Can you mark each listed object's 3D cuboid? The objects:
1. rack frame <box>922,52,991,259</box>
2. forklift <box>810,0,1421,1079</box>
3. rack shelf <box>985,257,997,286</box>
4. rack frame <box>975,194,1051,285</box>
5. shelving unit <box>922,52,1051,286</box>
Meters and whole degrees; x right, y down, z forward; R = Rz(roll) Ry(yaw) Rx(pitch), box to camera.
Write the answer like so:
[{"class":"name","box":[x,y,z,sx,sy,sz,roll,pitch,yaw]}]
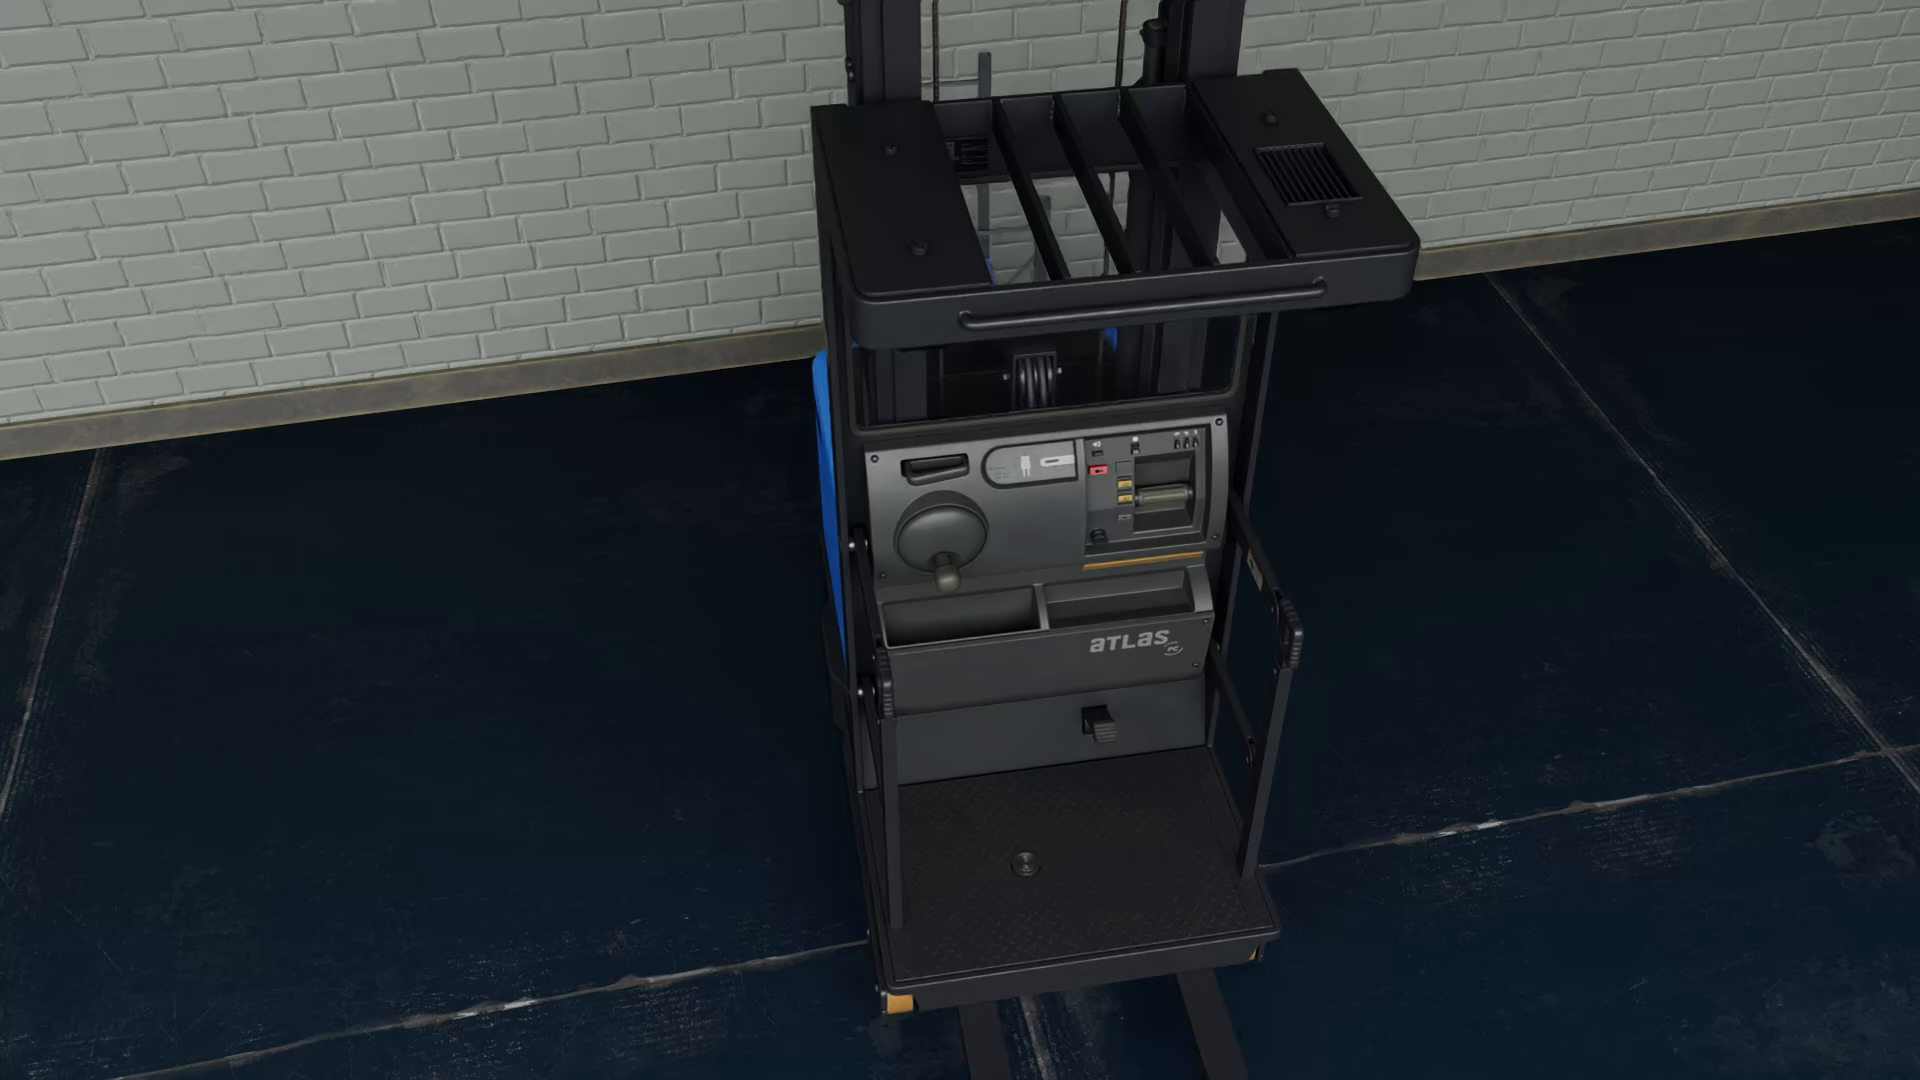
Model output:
[{"class":"rack frame","box":[-0.137,-1.152,6.418,0.500,1.500,0.032,-6,42,-7]},{"class":"forklift","box":[0.265,-0.017,4.061,1.130,2.935,3.031,-6,42,-7]},{"class":"rack shelf","box":[-0.051,-0.685,6.163,0.538,0.185,1.000,-6,42,-7]},{"class":"rack frame","box":[0.035,-0.487,5.669,0.500,1.500,0.032,-6,42,-7]},{"class":"shelving unit","box":[-0.051,-0.820,6.044,0.538,1.500,1.048,-6,42,-7]}]
